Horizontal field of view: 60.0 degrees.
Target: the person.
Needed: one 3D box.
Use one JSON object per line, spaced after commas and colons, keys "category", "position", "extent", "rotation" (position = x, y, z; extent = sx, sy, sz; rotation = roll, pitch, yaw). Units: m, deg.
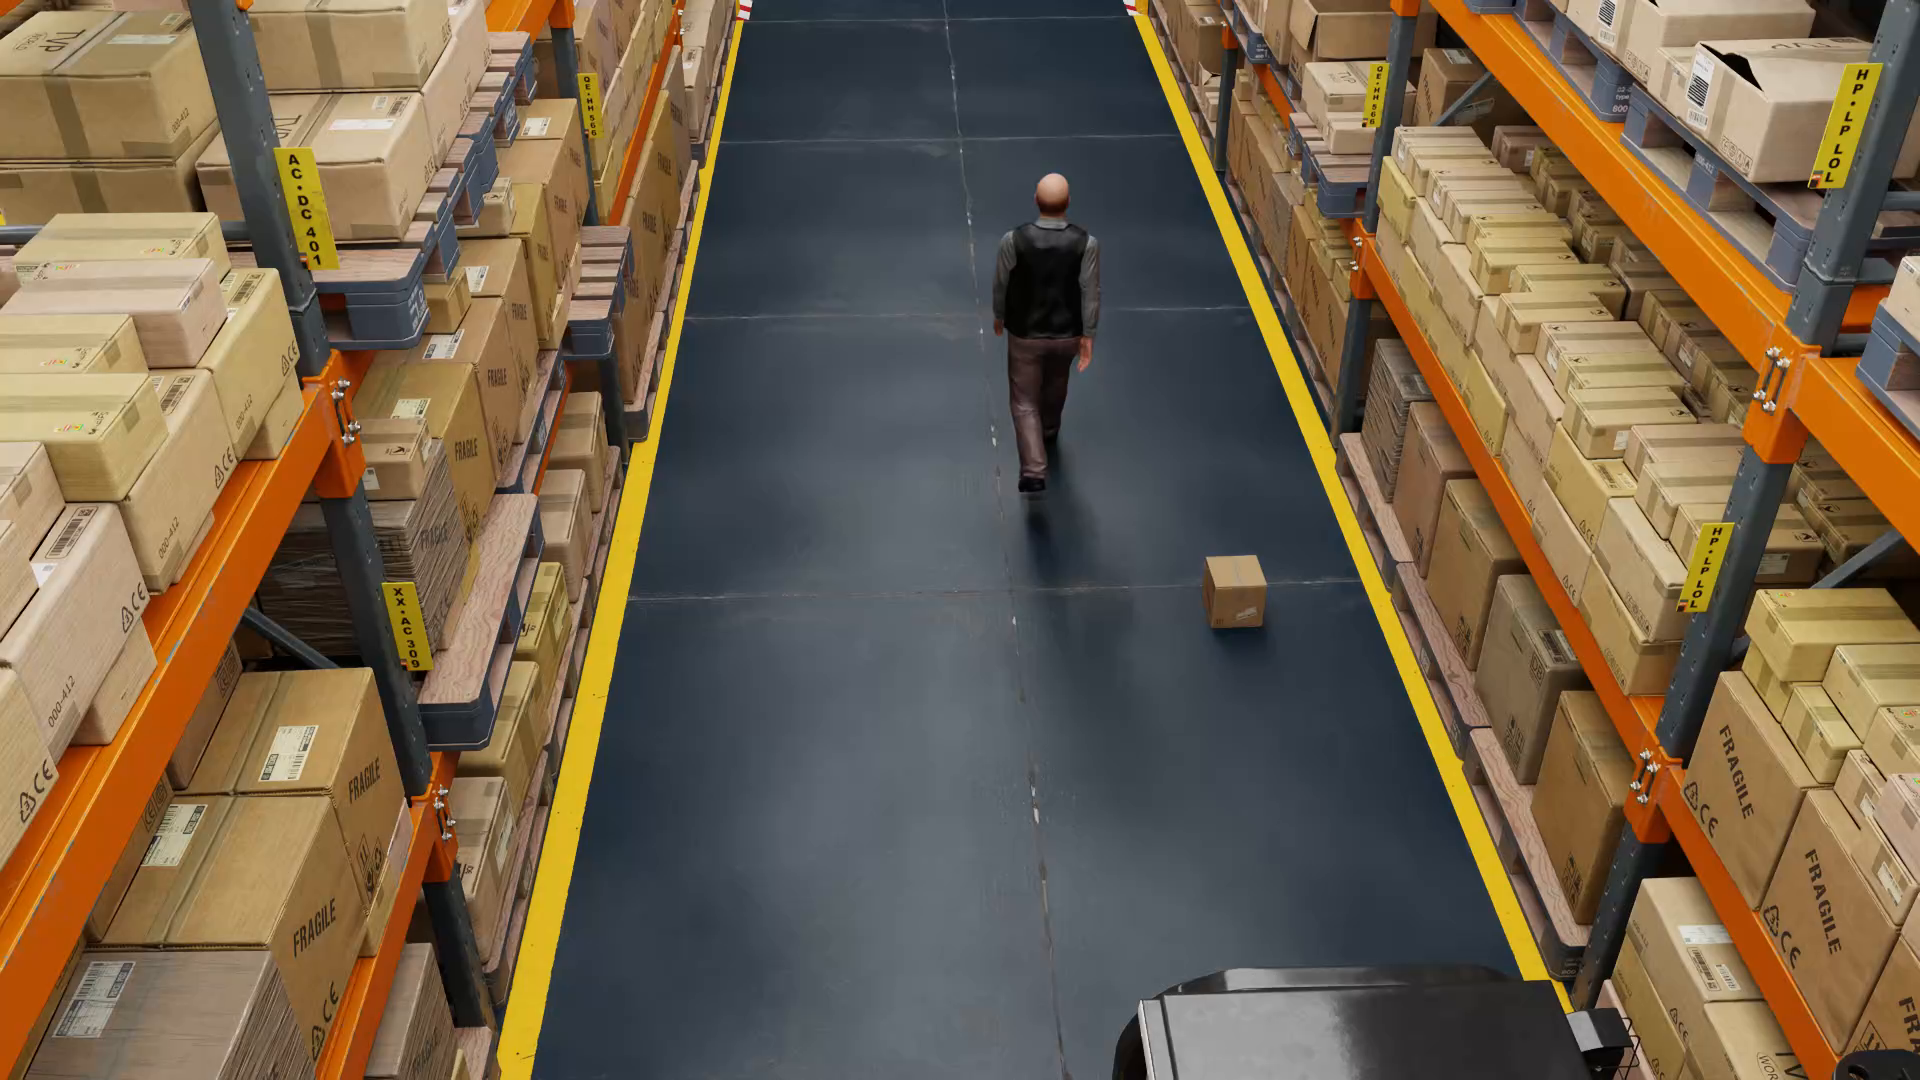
{"category": "person", "position": [0.448, -1.097, 8.734], "extent": [0.543, 1.677, 1.020], "rotation": [-4, 35, -5]}
